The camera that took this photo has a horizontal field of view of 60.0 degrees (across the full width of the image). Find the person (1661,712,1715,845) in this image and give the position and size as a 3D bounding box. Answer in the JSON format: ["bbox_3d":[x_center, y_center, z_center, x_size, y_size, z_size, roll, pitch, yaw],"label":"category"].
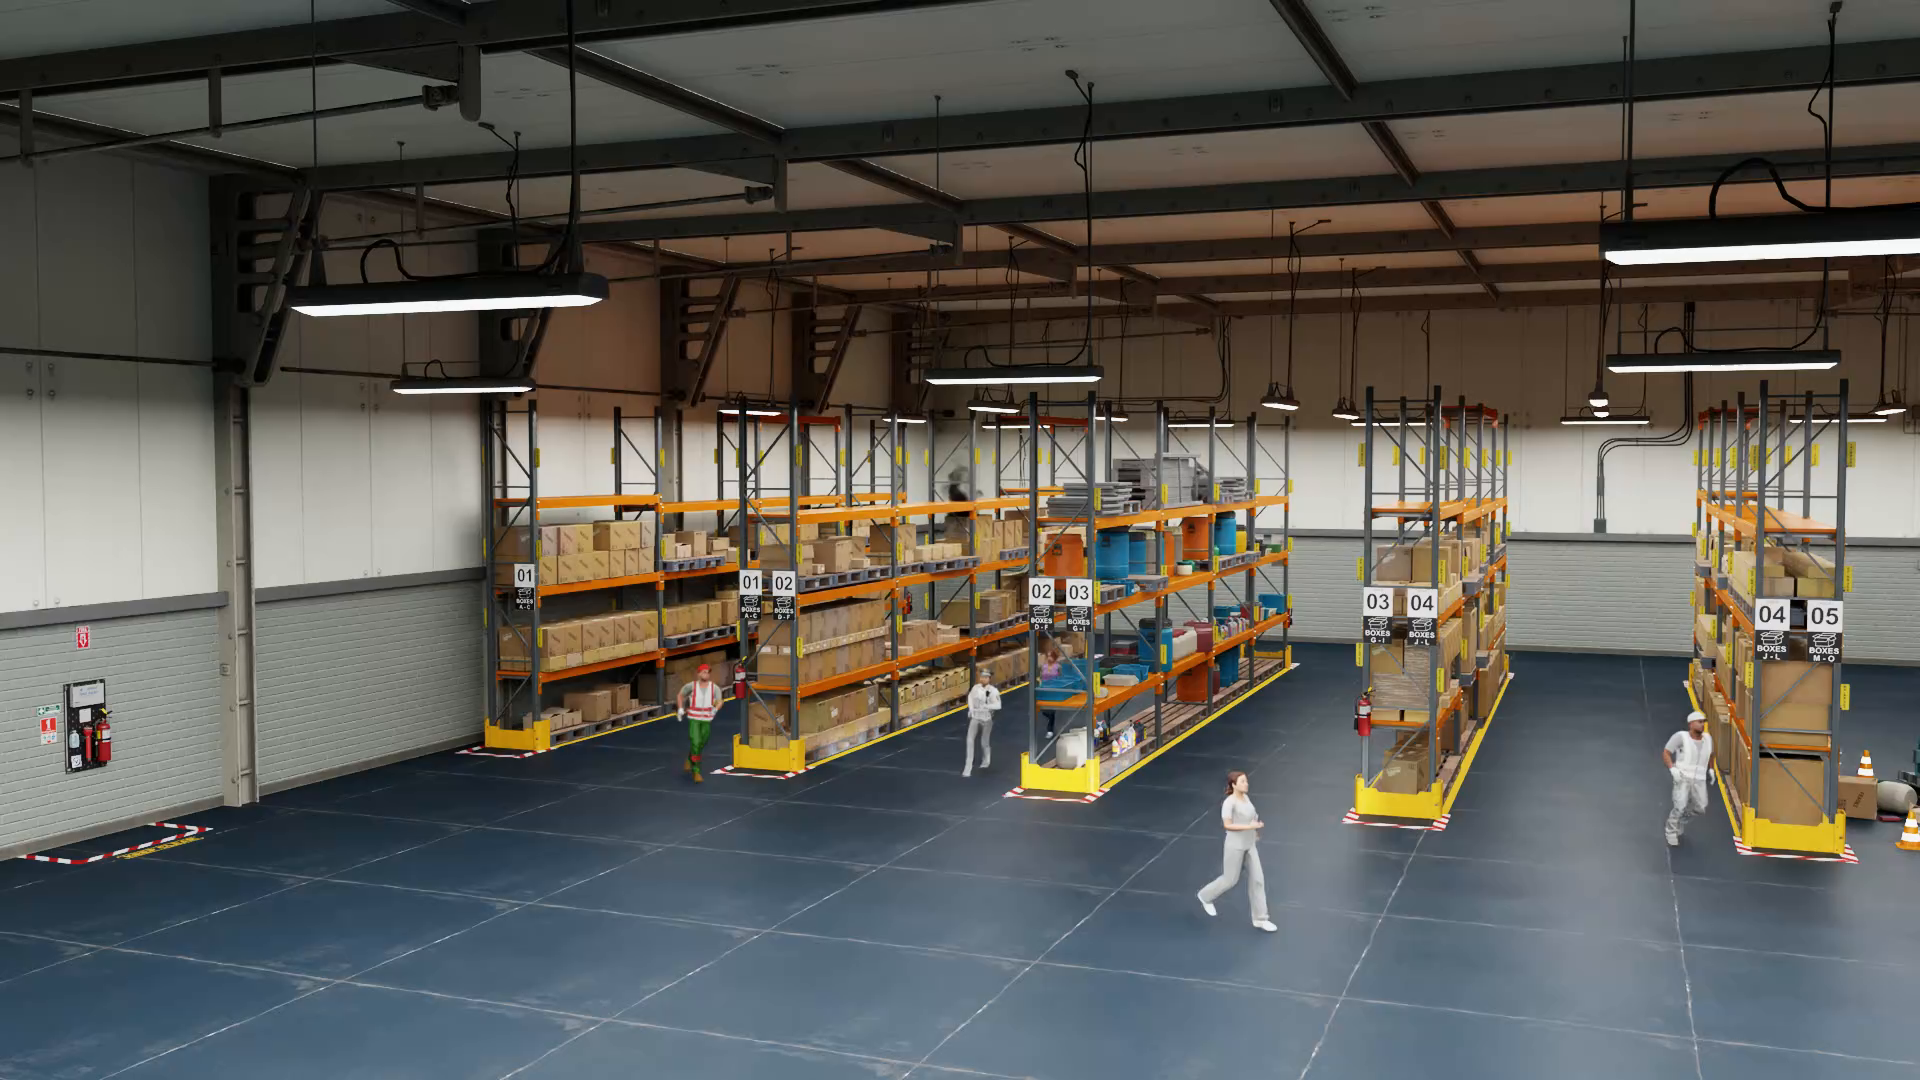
[{"bbox_3d":[9.488,3.083,21.573,0.737,1.718,0.546,0,3,-2],"label":"person"}]

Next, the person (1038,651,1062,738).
[{"bbox_3d":[1.649,2.763,29.897,0.544,1.559,0.544,1,3,21],"label":"person"}]

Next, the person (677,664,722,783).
[{"bbox_3d":[-4.045,2.828,25.981,0.711,1.769,0.901,-1,3,-23],"label":"person"}]

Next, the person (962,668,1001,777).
[{"bbox_3d":[0.373,2.880,26.345,0.622,1.736,0.723,1,3,19],"label":"person"}]

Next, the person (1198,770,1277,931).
[{"bbox_3d":[2.972,3.273,17.721,0.569,1.647,0.963,-3,4,-43],"label":"person"}]
